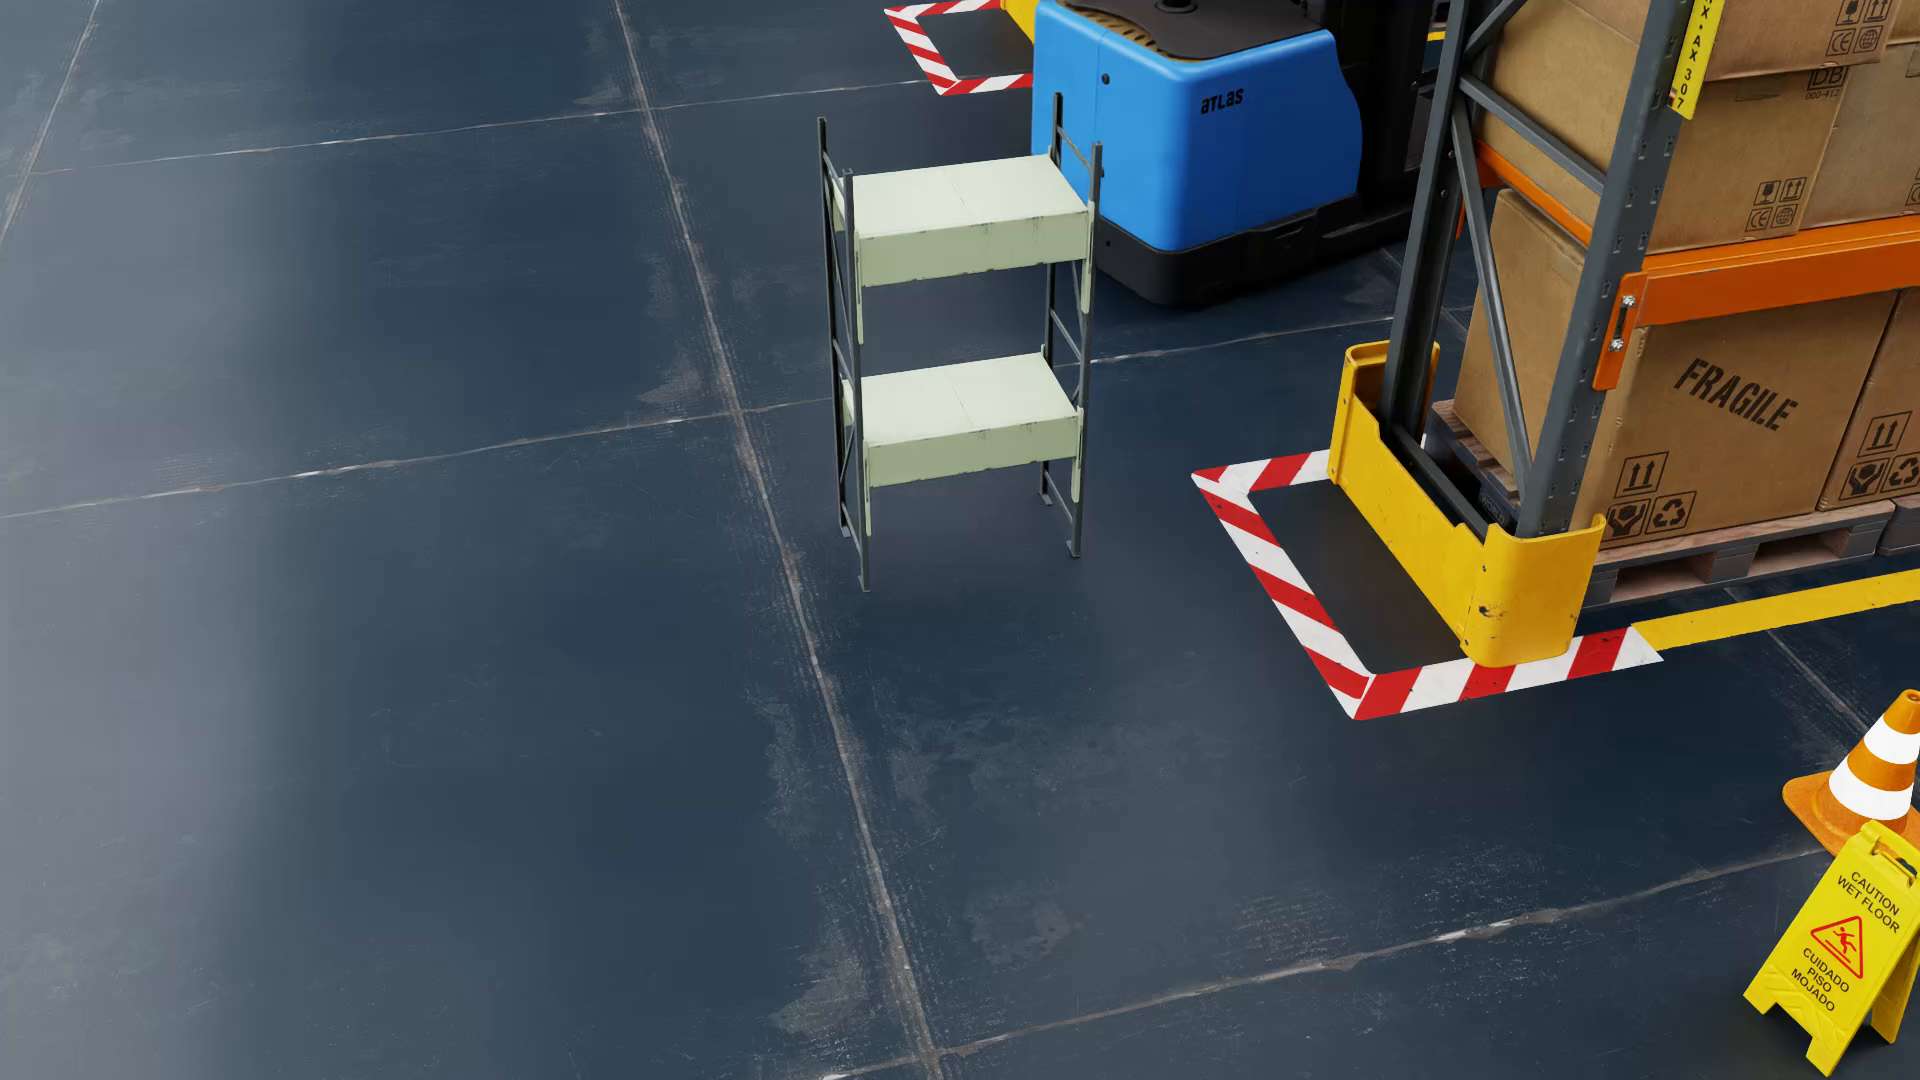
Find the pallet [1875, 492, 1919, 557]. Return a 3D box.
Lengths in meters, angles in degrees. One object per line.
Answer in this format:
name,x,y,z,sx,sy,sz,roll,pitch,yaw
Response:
pallet,3.593,-0.410,6.112,1.213,0.211,1.003,-9,38,-12

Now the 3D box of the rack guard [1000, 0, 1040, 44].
rack guard,0.544,-3.098,9.389,0.348,0.500,1.175,-9,38,-12

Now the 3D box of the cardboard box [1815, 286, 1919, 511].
cardboard box,3.152,-0.763,5.682,0.875,0.875,0.875,-10,39,-13

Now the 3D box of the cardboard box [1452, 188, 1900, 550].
cardboard box,2.304,-0.623,5.498,0.875,0.875,0.875,-9,38,-12

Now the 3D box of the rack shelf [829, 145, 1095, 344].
rack shelf,-0.006,-0.905,5.056,0.720,0.370,0.431,-9,38,-12

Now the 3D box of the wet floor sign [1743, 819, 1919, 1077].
wet floor sign,2.154,0.948,3.980,0.232,0.644,0.267,-16,40,-20

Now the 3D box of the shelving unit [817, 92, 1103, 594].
shelving unit,-0.006,-0.595,5.293,0.755,1.500,0.431,-9,38,-12

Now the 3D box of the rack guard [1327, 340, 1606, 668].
rack guard,1.643,-0.157,5.544,0.348,0.500,1.175,-9,38,-12

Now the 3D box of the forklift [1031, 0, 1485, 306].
forklift,1.811,-2.830,7.037,3.031,2.935,1.130,-22,43,-26

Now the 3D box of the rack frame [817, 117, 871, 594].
rack frame,-0.360,-0.537,5.217,0.023,1.500,0.400,-9,38,-12

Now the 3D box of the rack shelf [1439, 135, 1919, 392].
rack shelf,3.597,-1.185,5.422,4.000,0.370,1.077,-9,38,-12

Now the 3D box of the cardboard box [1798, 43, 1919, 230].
cardboard box,2.538,-1.398,4.986,0.550,0.550,0.875,-9,38,-12

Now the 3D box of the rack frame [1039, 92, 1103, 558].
rack frame,0.347,-0.653,5.369,0.023,1.500,0.400,-9,38,-12

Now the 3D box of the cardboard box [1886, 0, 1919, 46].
cardboard box,2.541,-1.819,4.647,0.550,0.550,0.875,-9,38,-12

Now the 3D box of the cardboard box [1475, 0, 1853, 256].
cardboard box,2.012,-1.298,4.855,0.550,0.550,0.875,-9,38,-12

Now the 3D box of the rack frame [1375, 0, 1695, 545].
rack frame,1.666,-1.154,4.789,0.127,3.000,1.000,-9,38,-12

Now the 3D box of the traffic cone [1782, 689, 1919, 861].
traffic cone,2.549,0.603,4.581,0.334,0.463,0.336,-9,38,-12

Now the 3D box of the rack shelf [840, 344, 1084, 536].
rack shelf,-0.006,-0.336,5.491,0.720,0.370,0.431,-9,38,-12

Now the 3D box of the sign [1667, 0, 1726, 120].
sign,1.805,-1.202,4.075,0.005,0.325,0.100,-9,38,-12

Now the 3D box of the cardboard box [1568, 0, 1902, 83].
cardboard box,2.034,-1.678,4.463,0.550,0.550,0.875,-9,38,-12

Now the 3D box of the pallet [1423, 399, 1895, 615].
pallet,2.418,-0.218,5.862,1.213,0.211,1.003,-9,38,-12
